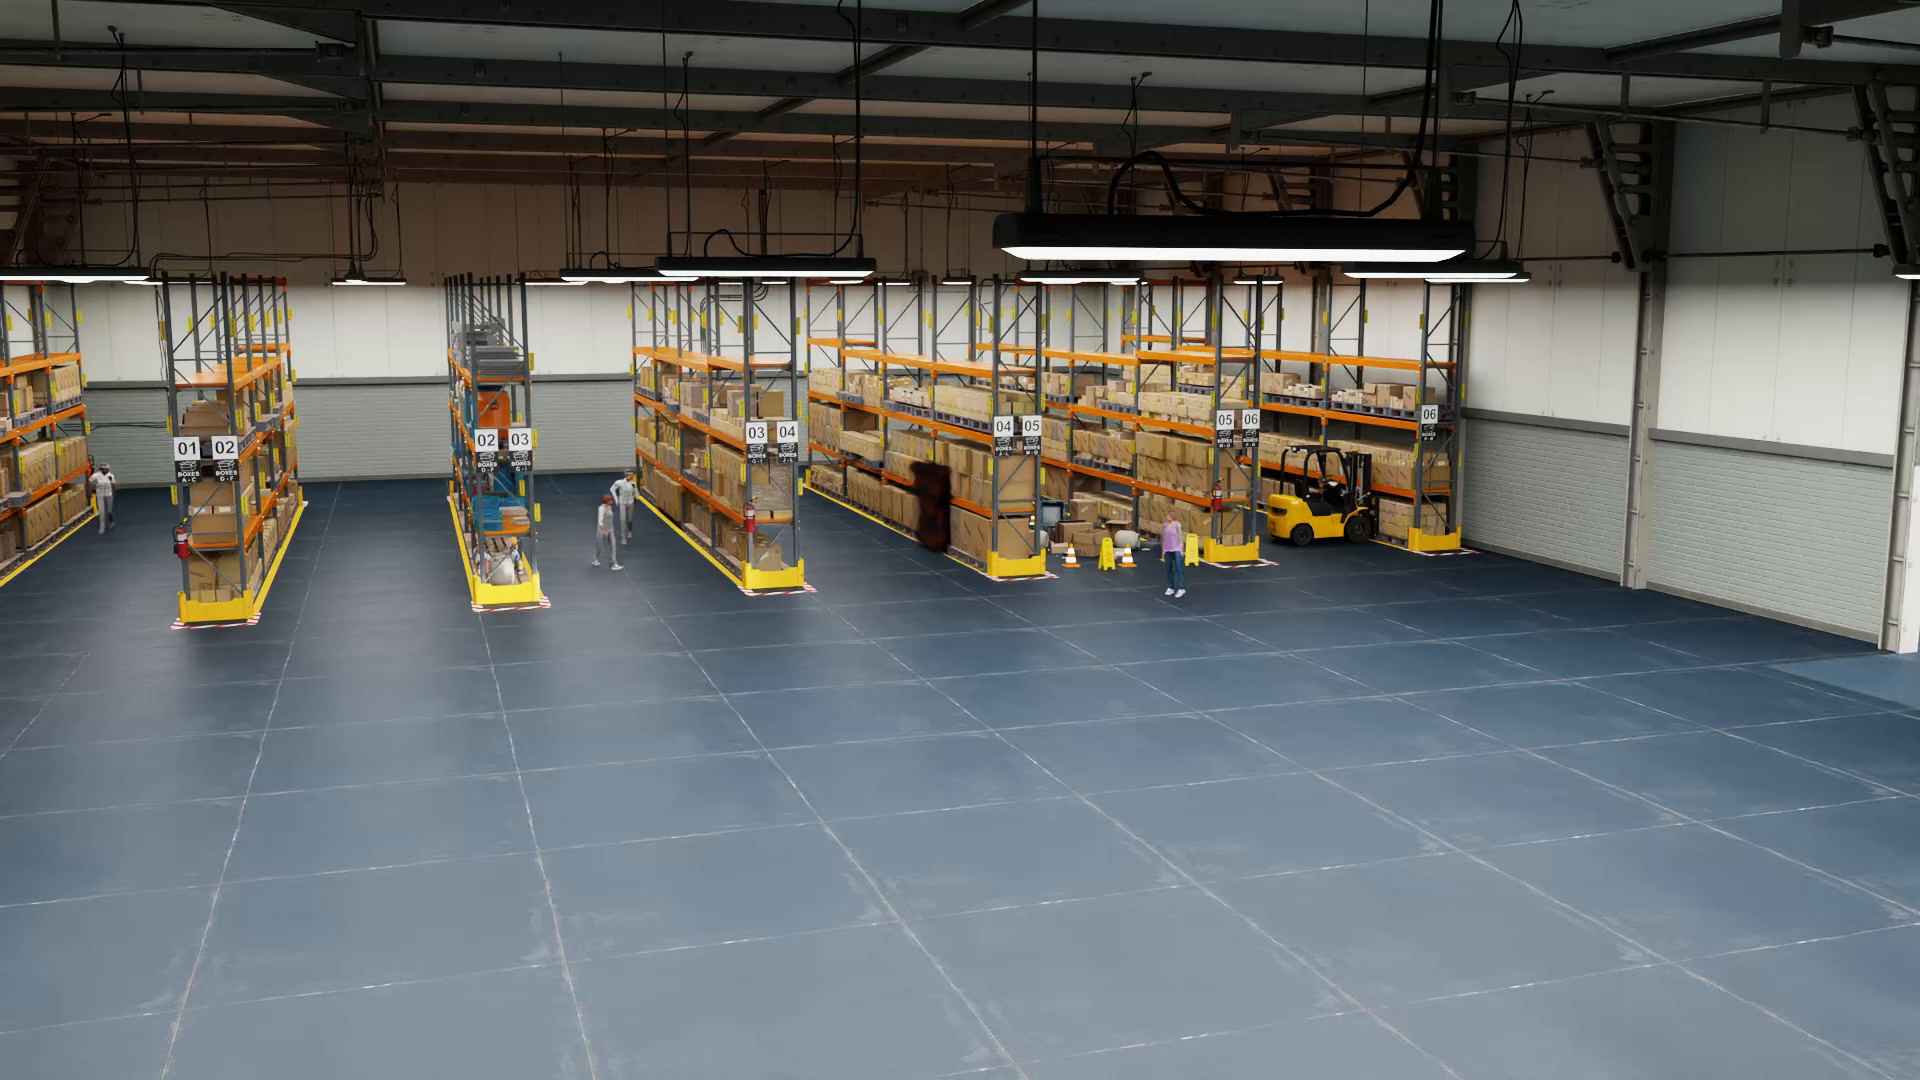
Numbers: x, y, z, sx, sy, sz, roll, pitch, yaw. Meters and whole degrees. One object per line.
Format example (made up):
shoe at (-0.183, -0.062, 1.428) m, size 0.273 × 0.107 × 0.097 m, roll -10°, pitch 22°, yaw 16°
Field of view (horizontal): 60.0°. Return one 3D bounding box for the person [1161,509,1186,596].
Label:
person at (4.002, 0.229, 31.278) m, size 0.524 × 1.607 × 0.383 m, roll 6°, pitch 11°, yaw 35°

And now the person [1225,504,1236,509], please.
person at (6.449, -1.099, 39.665) m, size 0.439 × 1.732 × 0.557 m, roll 2°, pitch 9°, yaw 11°

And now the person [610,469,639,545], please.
person at (-7.589, -0.768, 37.725) m, size 0.645 × 1.703 × 0.804 m, roll -2°, pitch 9°, yaw -14°

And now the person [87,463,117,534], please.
person at (-20.192, -1.010, 39.128) m, size 0.613 × 1.611 × 0.992 m, roll -3°, pitch 9°, yaw -17°

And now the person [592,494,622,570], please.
person at (-7.288, -0.174, 34.100) m, size 0.377 × 1.549 × 0.908 m, roll -7°, pitch 11°, yaw -40°
